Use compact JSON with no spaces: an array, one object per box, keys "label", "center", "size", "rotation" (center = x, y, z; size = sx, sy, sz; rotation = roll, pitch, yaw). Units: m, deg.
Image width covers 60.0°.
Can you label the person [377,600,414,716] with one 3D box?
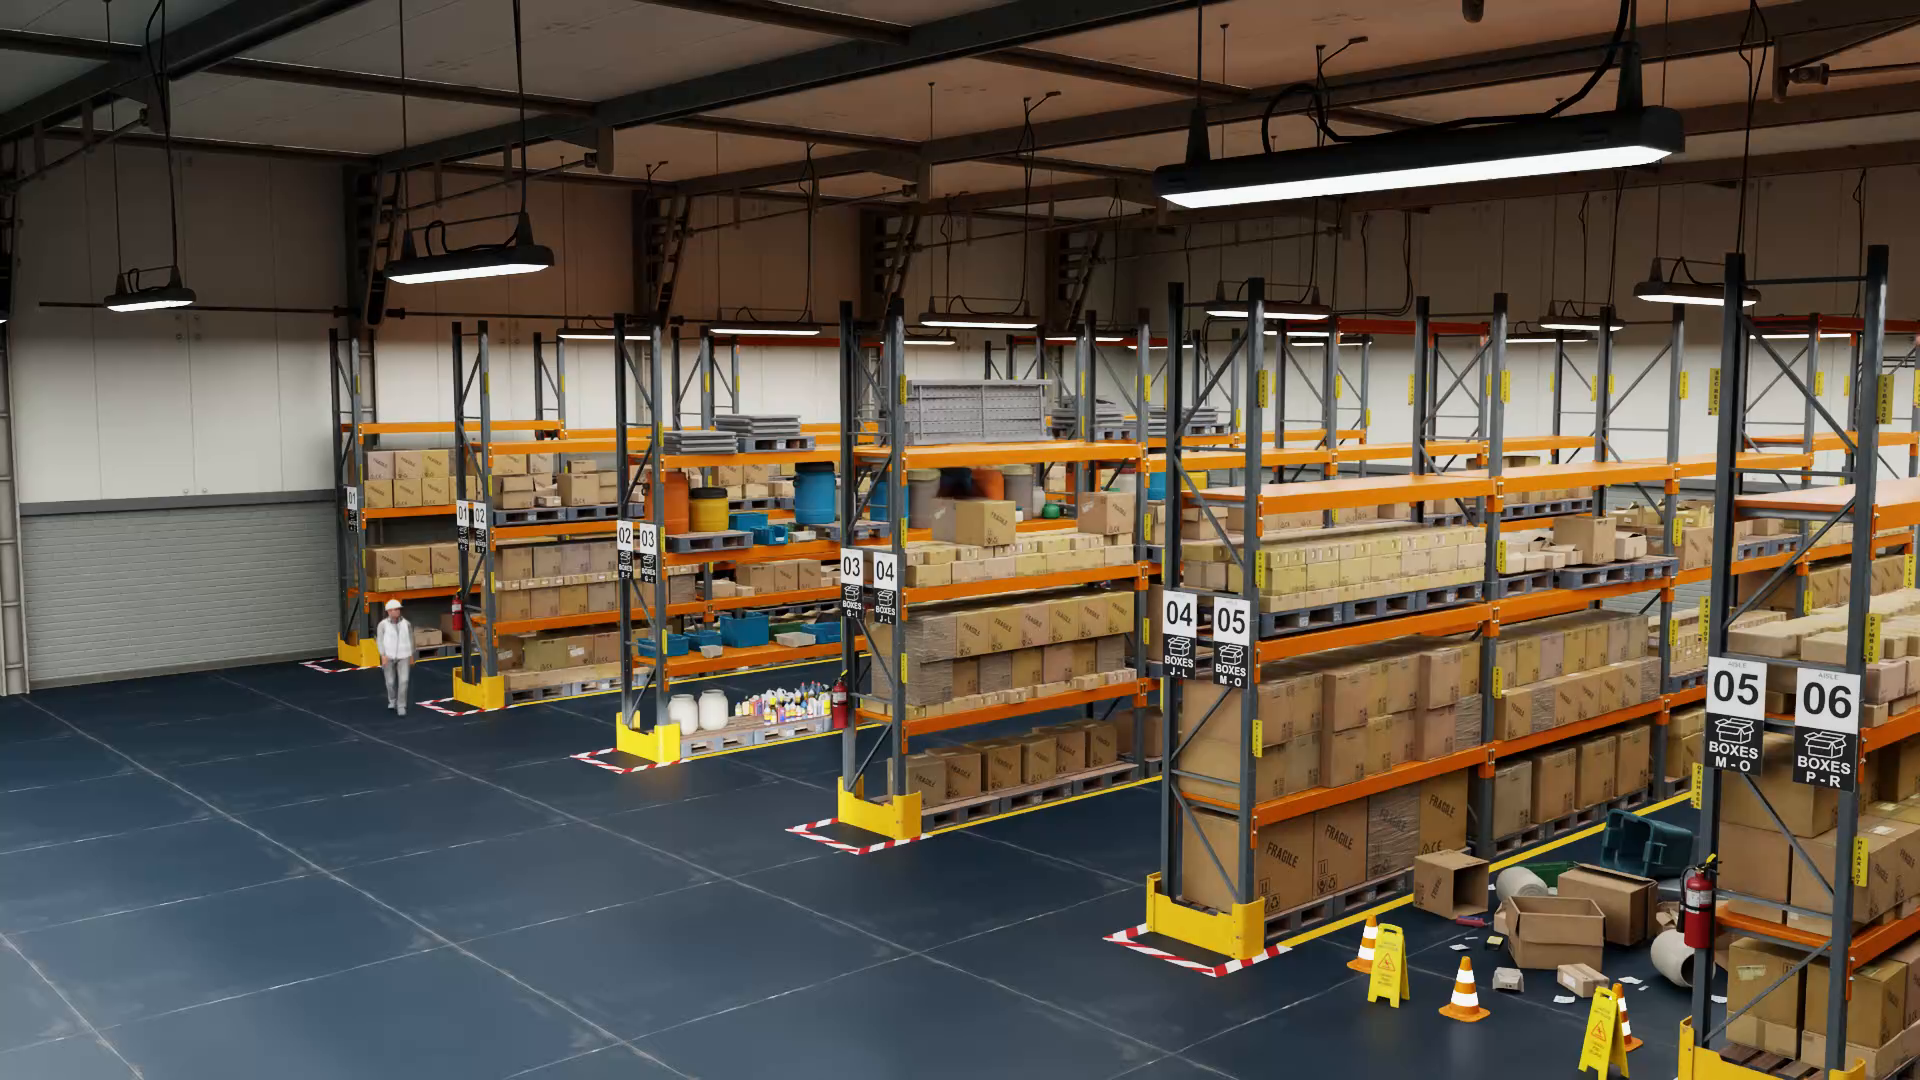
[{"label":"person","center":[-8.621,1.783,25.410],"size":[0.534,1.736,0.928],"rotation":[-2,6,-18]}]
